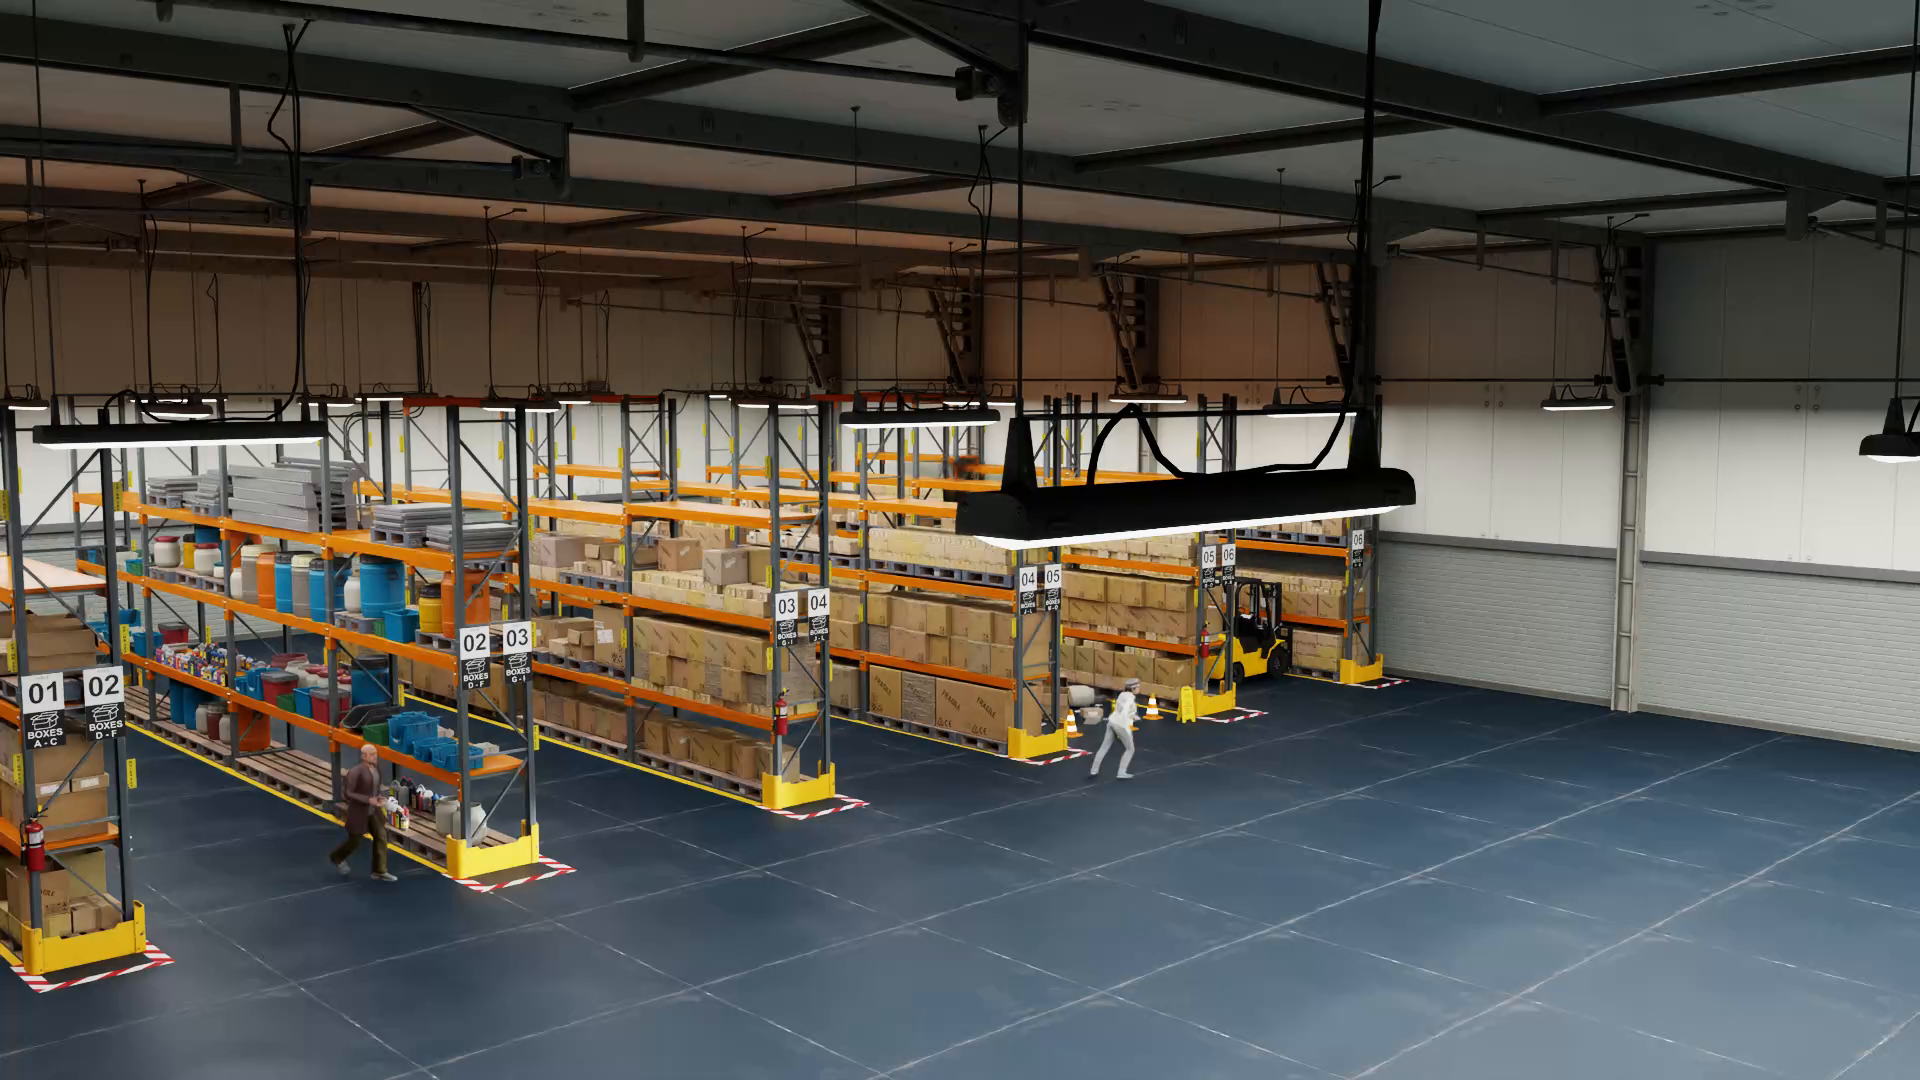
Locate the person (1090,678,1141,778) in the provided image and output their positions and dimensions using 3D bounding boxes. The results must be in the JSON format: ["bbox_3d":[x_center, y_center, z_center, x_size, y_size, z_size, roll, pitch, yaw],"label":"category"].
[{"bbox_3d":[2.529,2.995,26.454,0.837,1.606,0.653,-3,6,-28],"label":"person"}]

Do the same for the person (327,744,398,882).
[{"bbox_3d":[-7.578,3.427,20.977,1.031,1.748,0.707,3,6,25],"label":"person"}]

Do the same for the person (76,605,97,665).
[{"bbox_3d":[-18.102,2.155,34.315,0.971,1.648,0.590,-1,6,-14],"label":"person"}]
